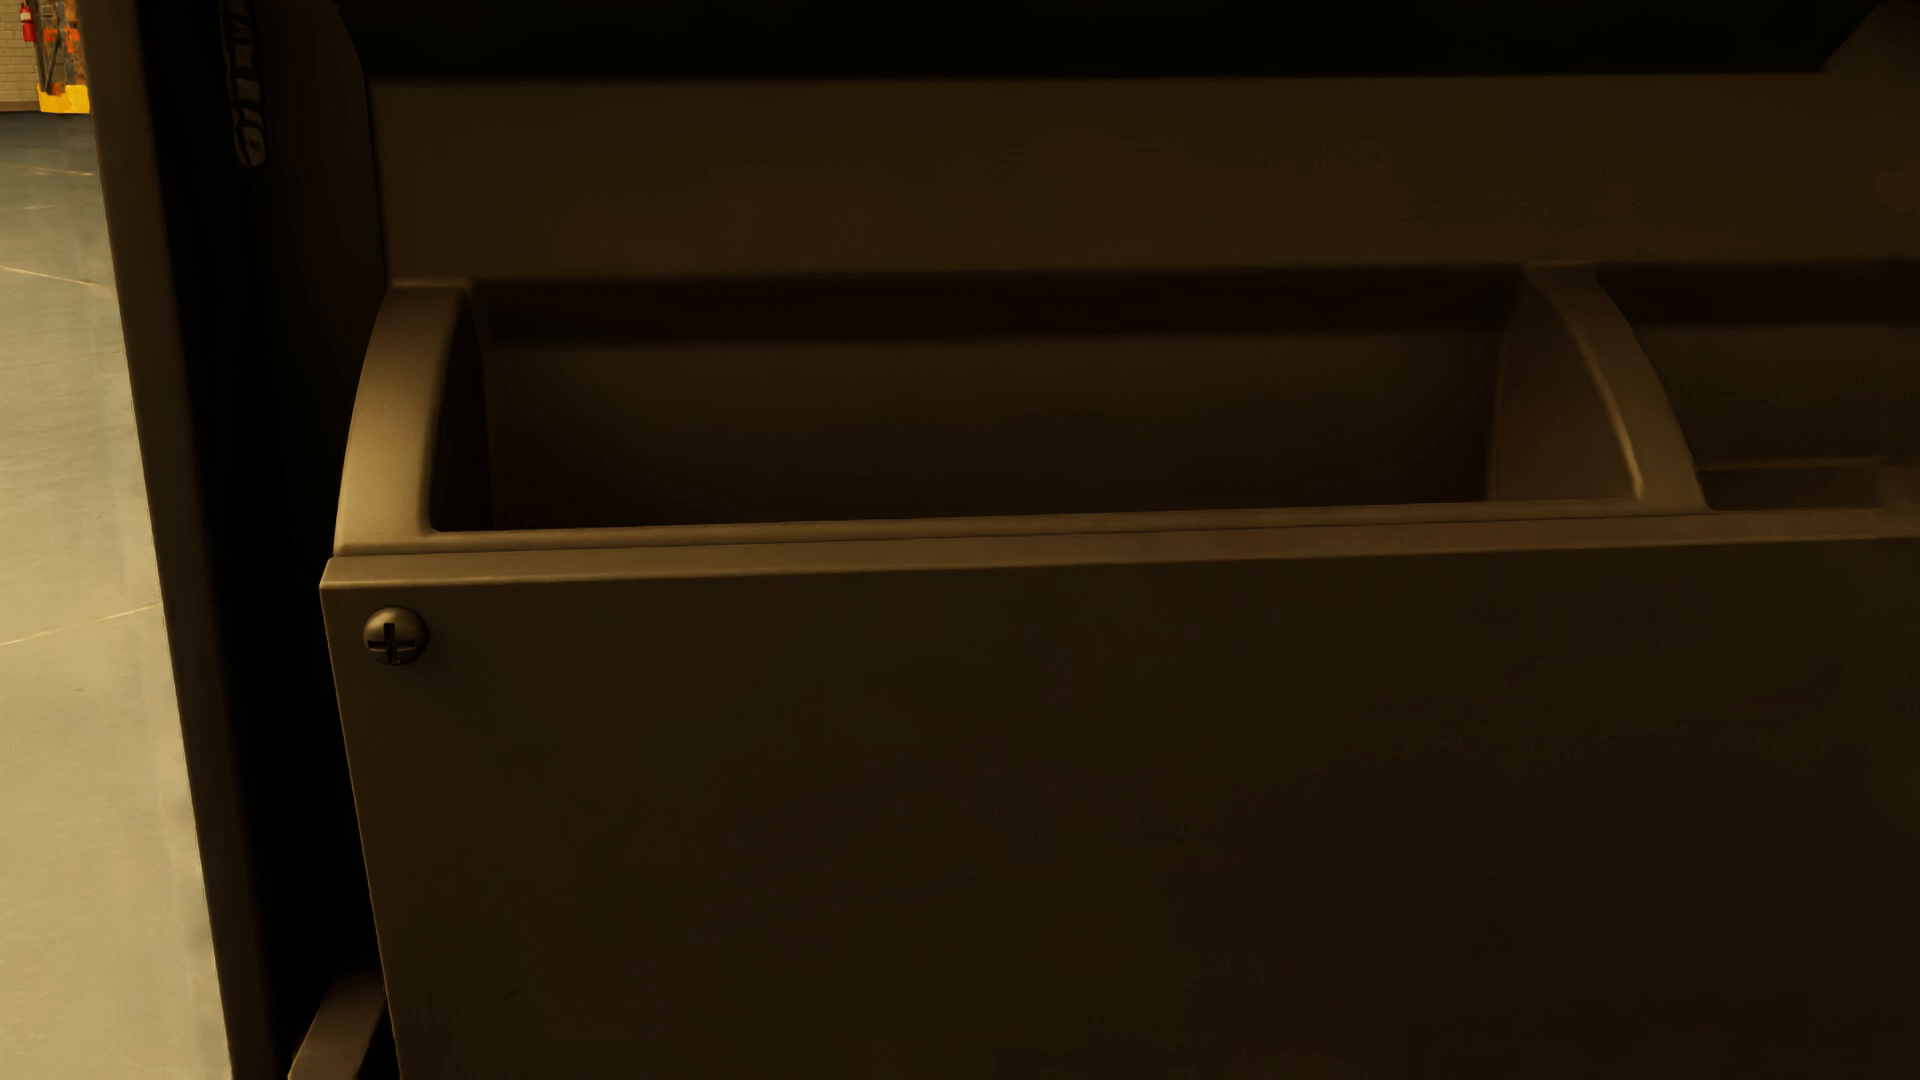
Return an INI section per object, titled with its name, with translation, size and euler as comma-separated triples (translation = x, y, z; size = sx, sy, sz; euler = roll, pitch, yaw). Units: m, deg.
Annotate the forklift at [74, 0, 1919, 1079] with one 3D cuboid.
[forklift]
translation = 0.277, -0.426, 0.300
size = 1.130, 2.935, 3.031
euler = -2, 17, -6
